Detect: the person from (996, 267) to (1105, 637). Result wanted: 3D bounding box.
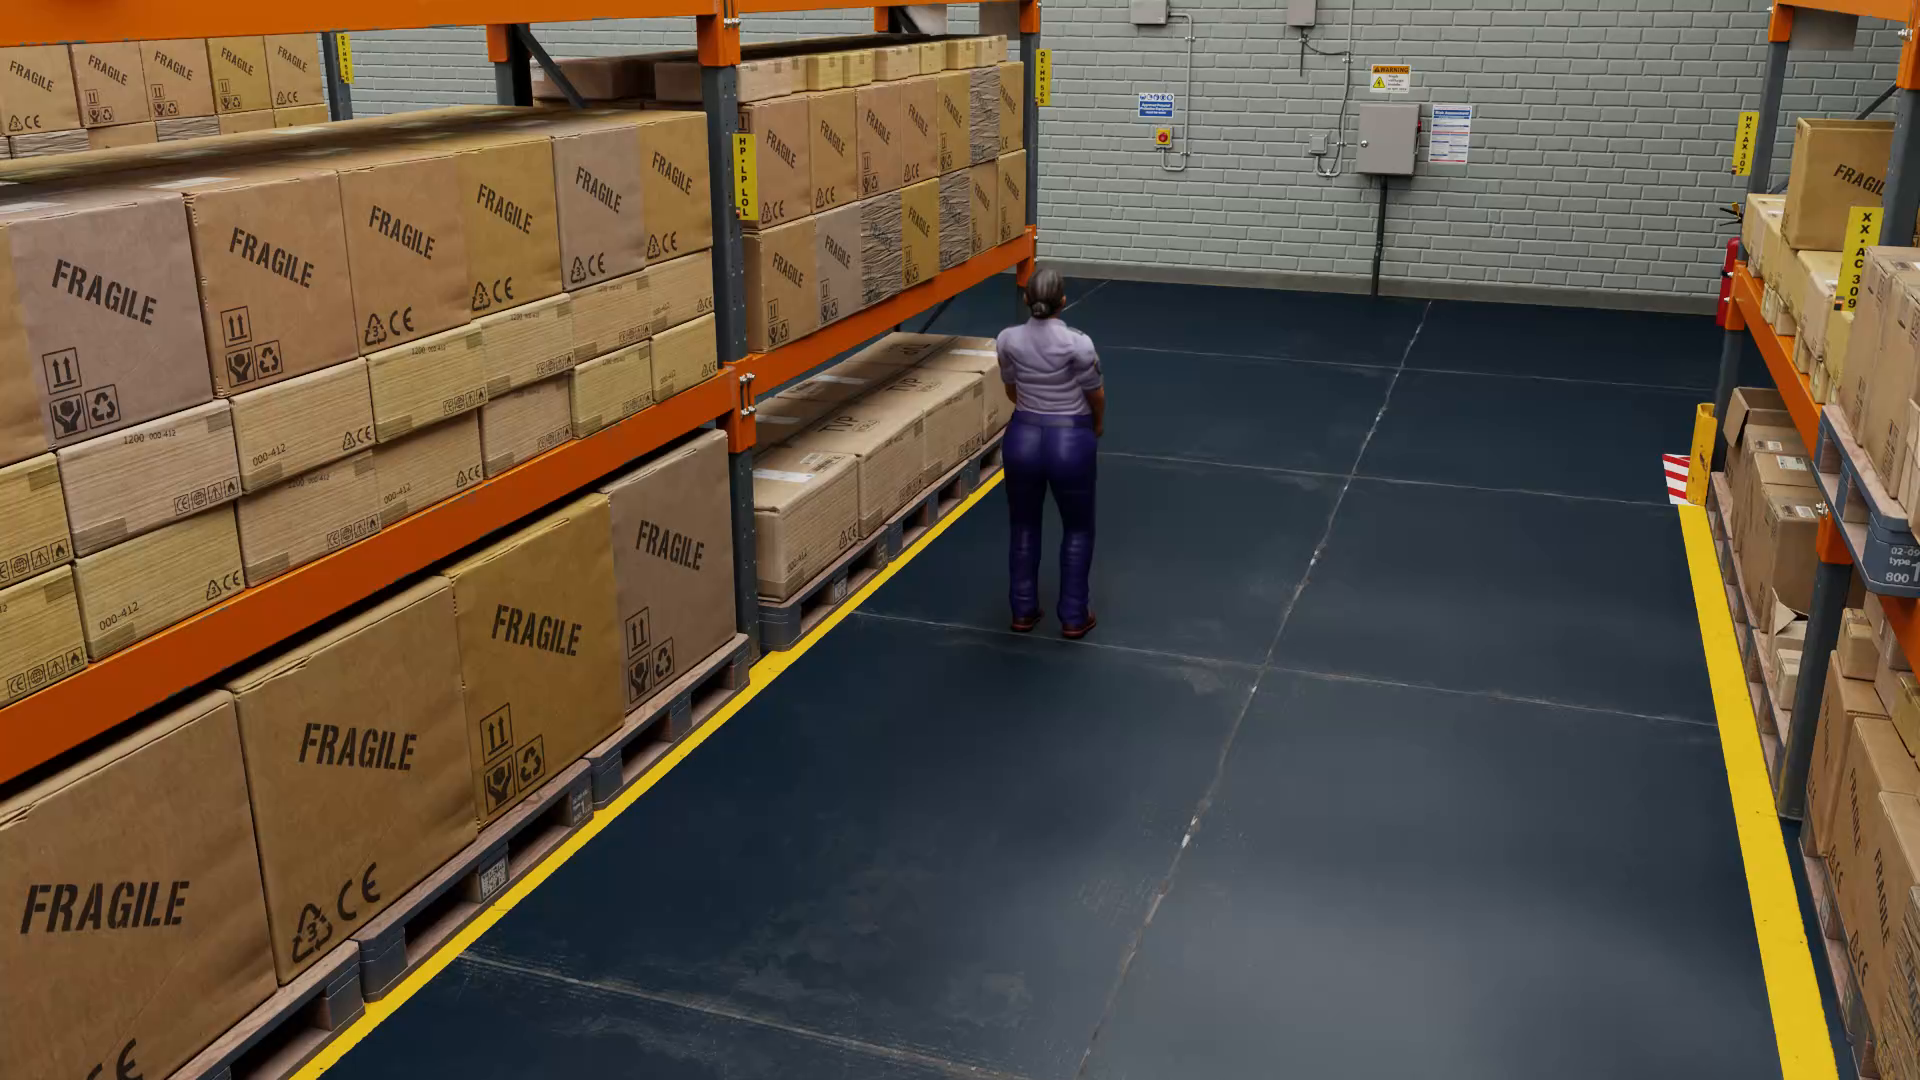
[{"bbox_3d":[0.412,-0.390,7.251,0.452,1.640,0.519,7,20,19],"label":"person"}]
